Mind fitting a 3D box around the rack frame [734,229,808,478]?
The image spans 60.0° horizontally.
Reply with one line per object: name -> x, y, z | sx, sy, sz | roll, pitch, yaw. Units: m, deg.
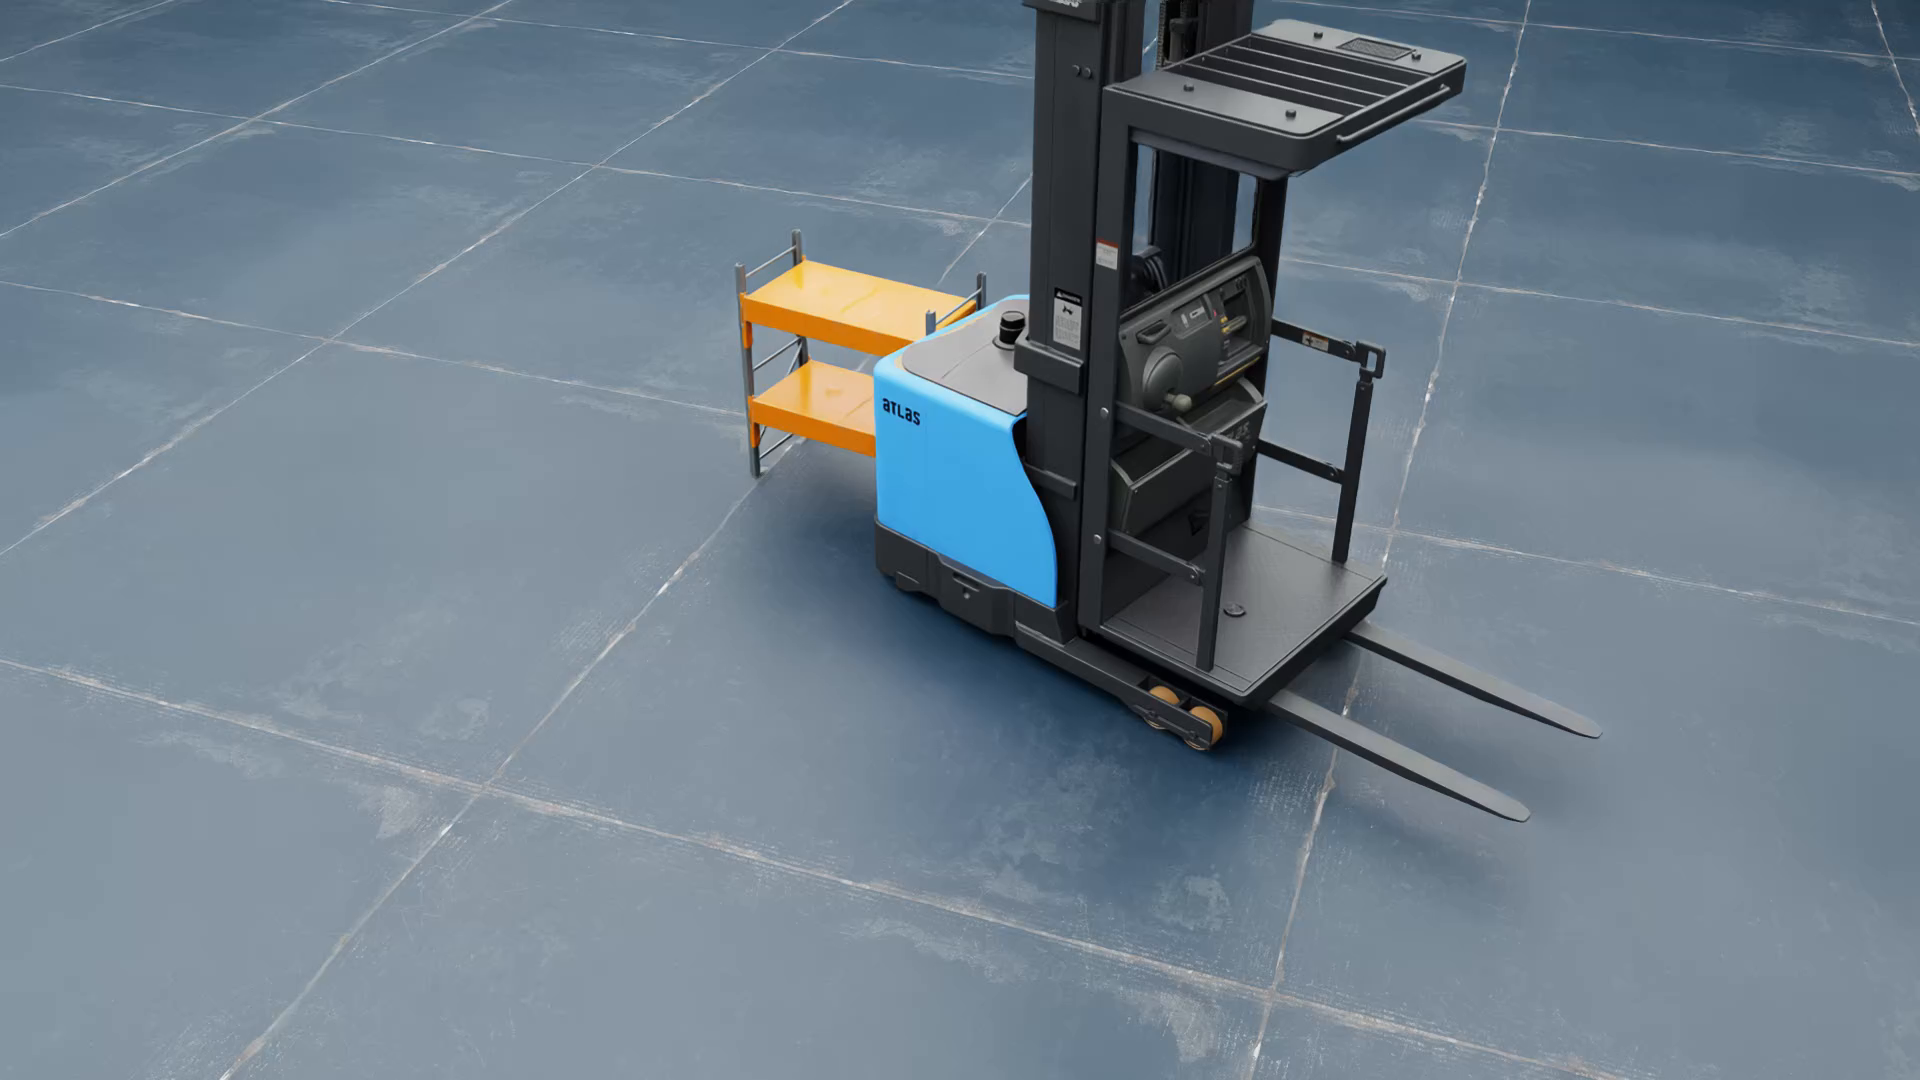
rack frame -> -0.899, -0.900, 8.107 | 0.032, 1.125, 0.500 | 17, 37, 25

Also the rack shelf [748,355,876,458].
rack shelf -> -0.457, -0.558, 8.028 | 1.000, 0.278, 0.538 | 17, 37, 25

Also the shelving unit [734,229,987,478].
shelving unit -> -0.457, -0.763, 7.895 | 1.048, 1.125, 0.538 | 17, 37, 25

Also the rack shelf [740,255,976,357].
rack shelf -> -0.457, -1.009, 7.737 | 1.000, 0.278, 0.538 | 17, 37, 25

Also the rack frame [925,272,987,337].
rack frame -> -0.016, -0.627, 7.684 | 0.032, 1.125, 0.500 | 17, 37, 25

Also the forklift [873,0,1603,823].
forklift -> 1.059, -0.737, 6.189 | 3.031, 2.935, 1.130 | 26, 41, 34
